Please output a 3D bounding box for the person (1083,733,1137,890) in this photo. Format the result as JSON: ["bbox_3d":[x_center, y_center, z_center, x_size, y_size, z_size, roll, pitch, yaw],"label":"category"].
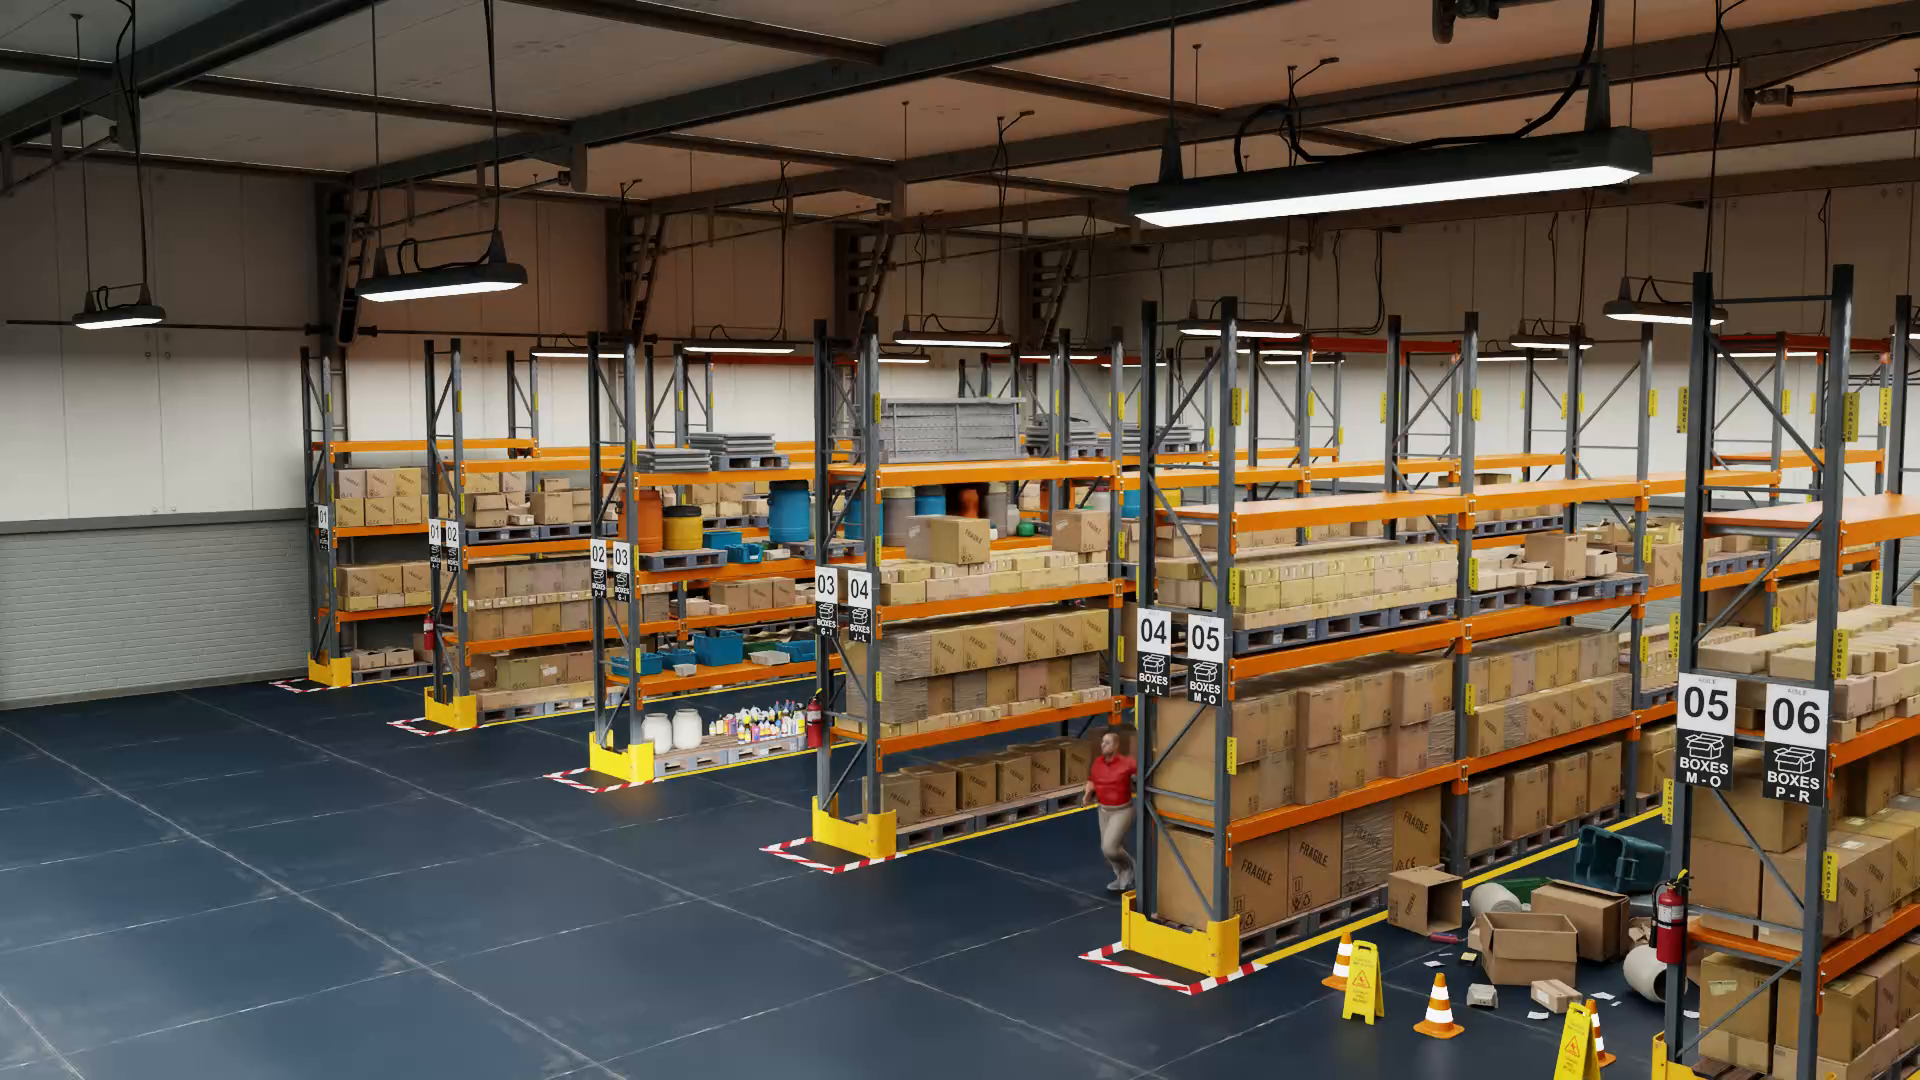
[{"bbox_3d":[1.583,2.817,17.071,0.687,1.681,0.769,5,7,44],"label":"person"}]

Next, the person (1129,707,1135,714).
[{"bbox_3d":[2.886,1.771,25.374,0.667,1.789,0.852,5,7,44],"label":"person"}]

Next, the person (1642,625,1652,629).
[{"bbox_3d":[10.521,2.120,25.366,0.939,1.675,0.613,-4,7,-40],"label":"person"}]
